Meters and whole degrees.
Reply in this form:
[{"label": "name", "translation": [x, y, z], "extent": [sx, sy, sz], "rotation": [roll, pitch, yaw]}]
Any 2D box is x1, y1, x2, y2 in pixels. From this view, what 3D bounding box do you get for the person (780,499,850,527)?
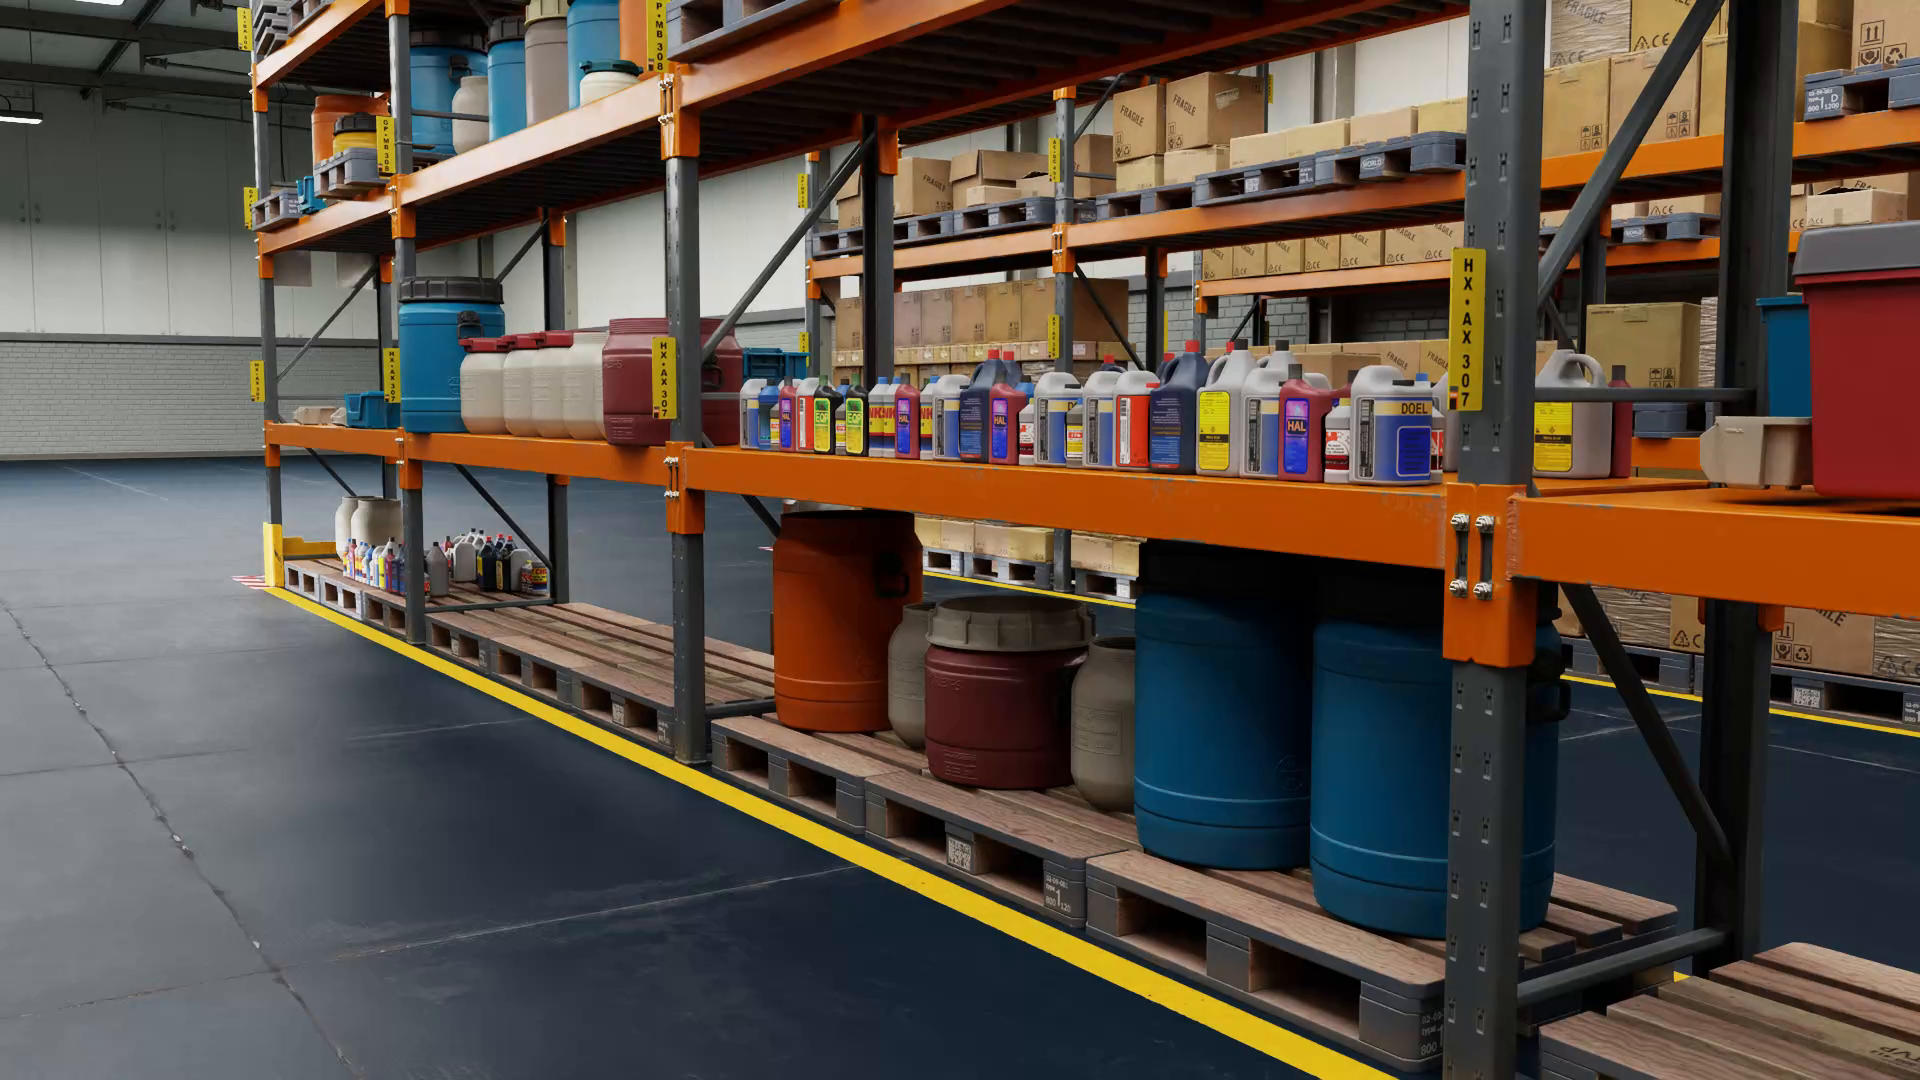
[{"label": "person", "translation": [-0.806, -0.045, 9.487], "extent": [0.485, 1.481, 0.342], "rotation": [-4, 6, -37]}]
